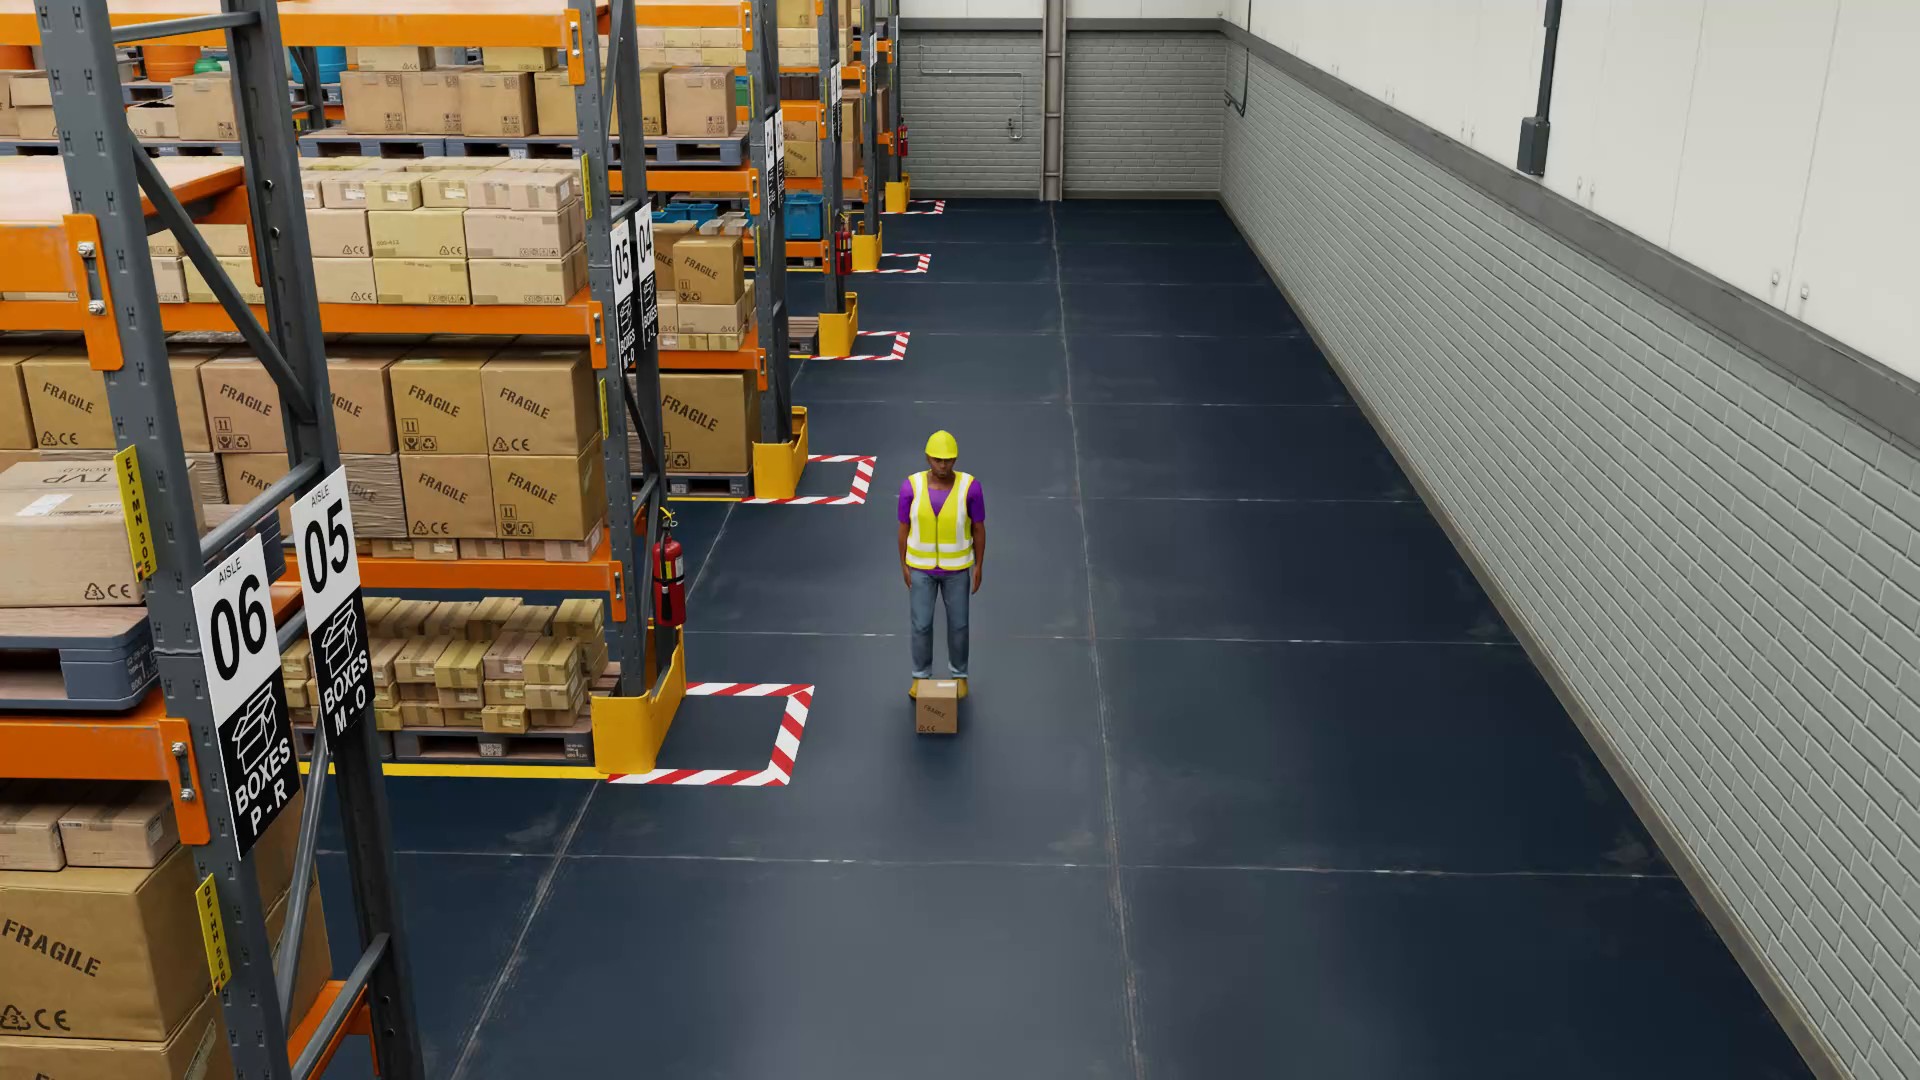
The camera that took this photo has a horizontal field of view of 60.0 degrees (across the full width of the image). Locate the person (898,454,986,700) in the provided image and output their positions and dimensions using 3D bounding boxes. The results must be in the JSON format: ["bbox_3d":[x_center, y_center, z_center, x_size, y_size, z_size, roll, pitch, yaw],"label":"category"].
[{"bbox_3d":[-0.118,0.192,10.622,0.562,1.748,0.365,1,21,3],"label":"person"}]
